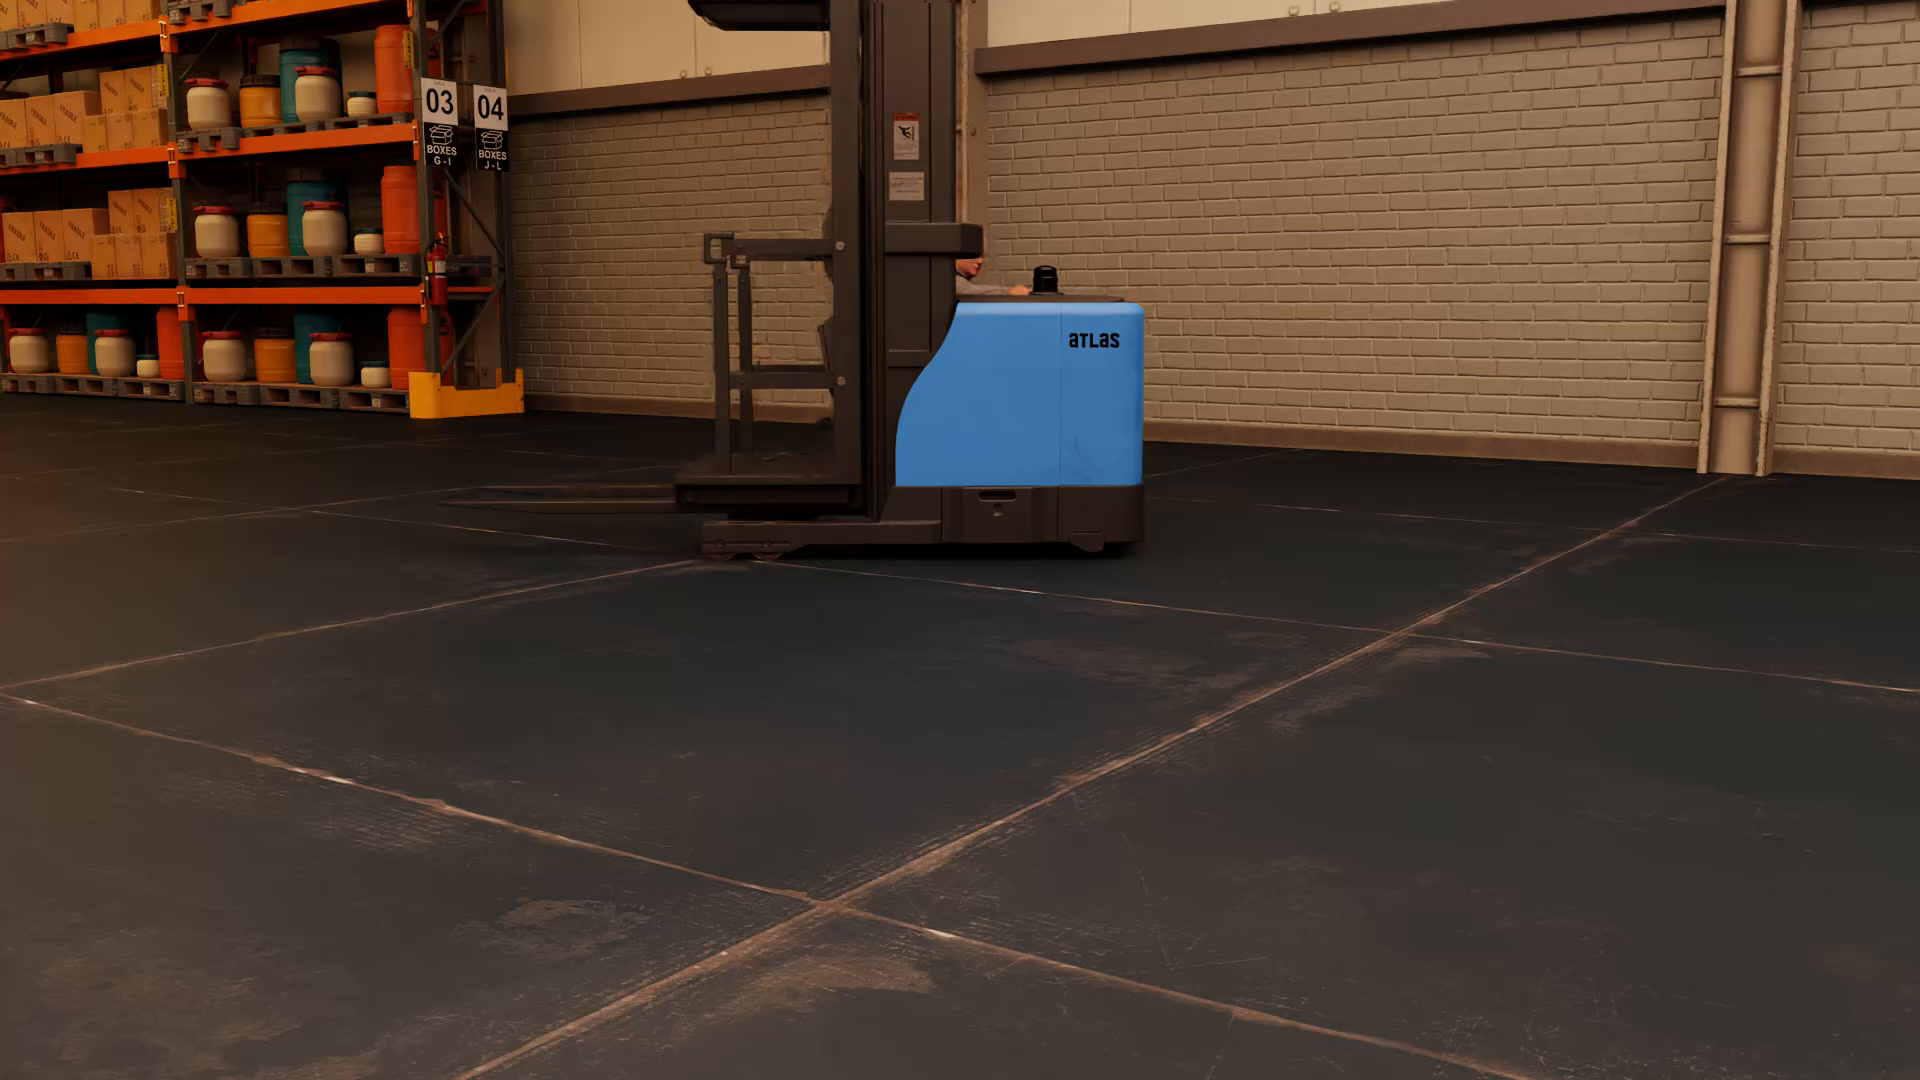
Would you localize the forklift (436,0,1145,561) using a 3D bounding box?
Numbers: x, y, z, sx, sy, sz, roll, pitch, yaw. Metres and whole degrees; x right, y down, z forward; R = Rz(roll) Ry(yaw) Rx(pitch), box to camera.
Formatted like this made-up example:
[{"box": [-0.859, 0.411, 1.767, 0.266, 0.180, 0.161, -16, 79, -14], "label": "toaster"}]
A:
[{"box": [-0.738, -1.438, 7.308, 3.031, 2.935, 1.130, 0, 8, -2], "label": "forklift"}]

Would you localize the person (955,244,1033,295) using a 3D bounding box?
[{"box": [0.141, -0.985, 9.418, 0.807, 1.467, 1.083, 8, 11, 43], "label": "person"}]
